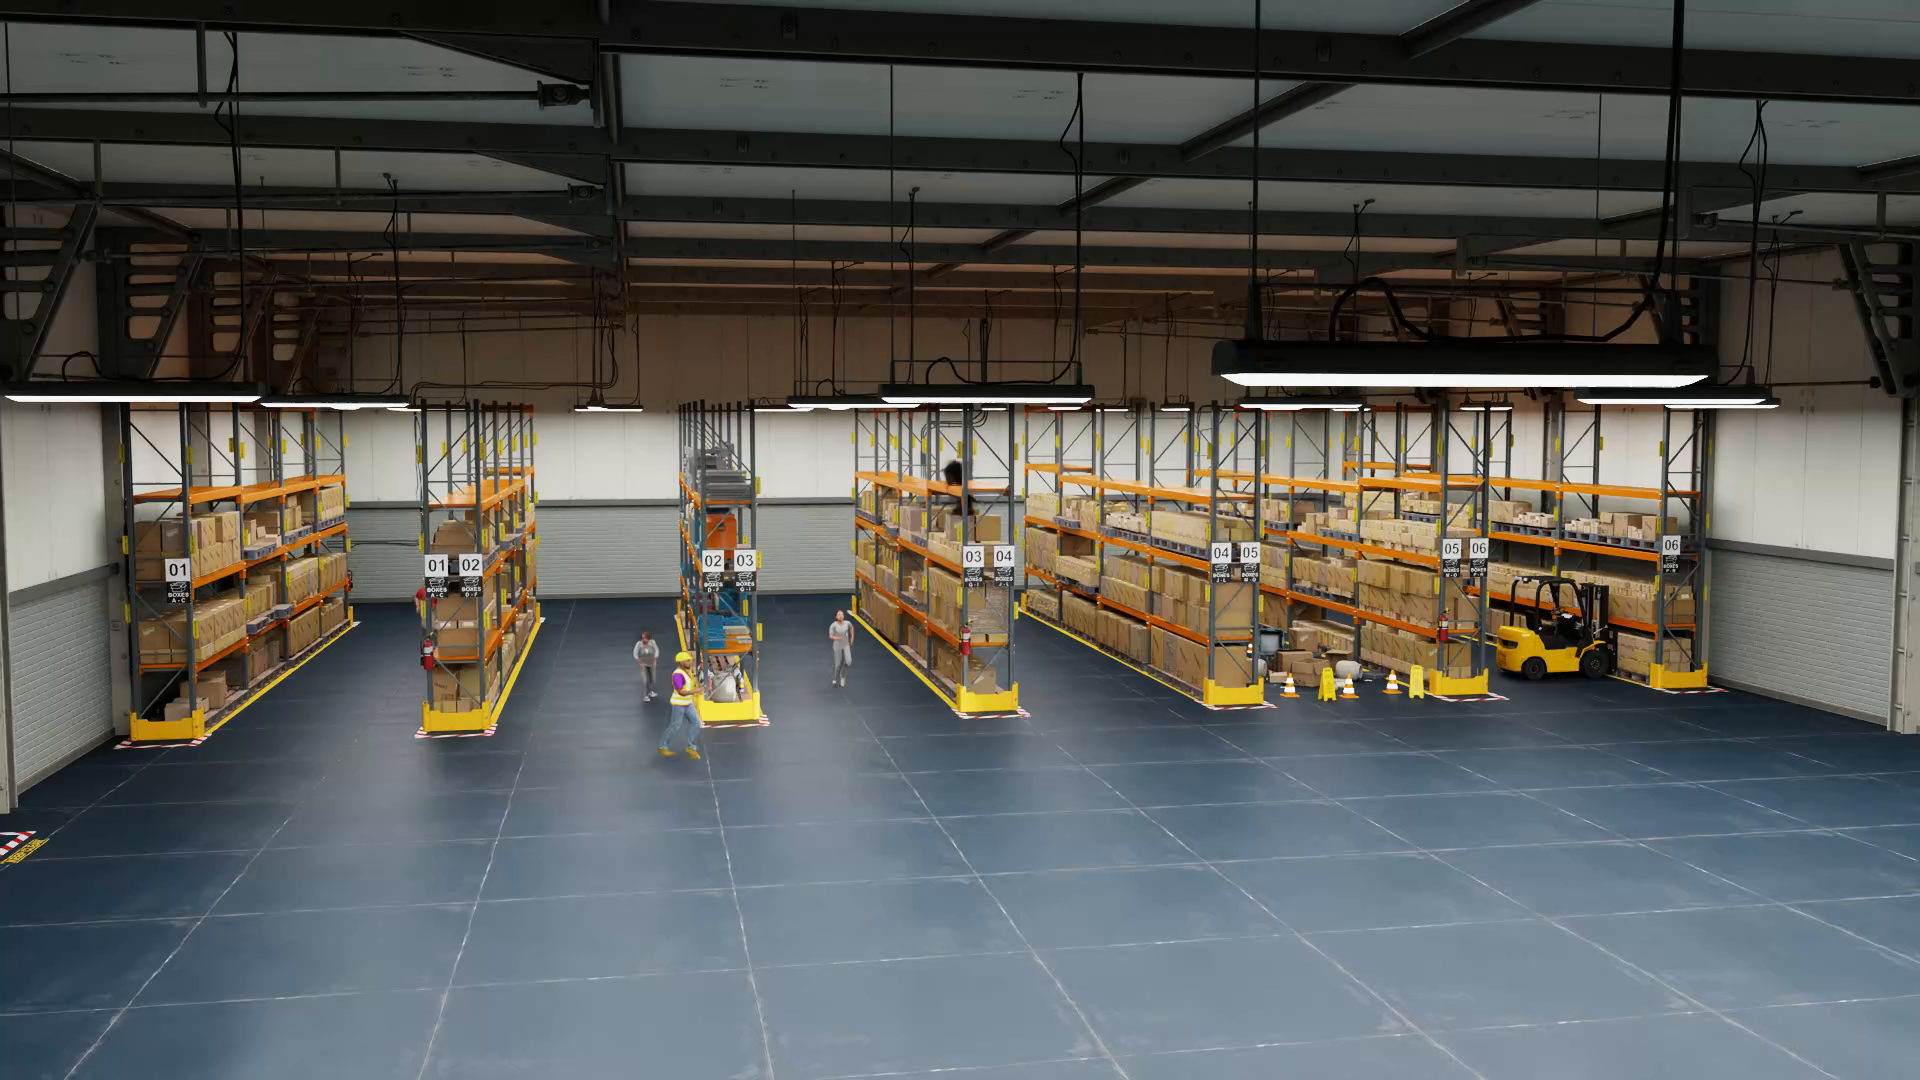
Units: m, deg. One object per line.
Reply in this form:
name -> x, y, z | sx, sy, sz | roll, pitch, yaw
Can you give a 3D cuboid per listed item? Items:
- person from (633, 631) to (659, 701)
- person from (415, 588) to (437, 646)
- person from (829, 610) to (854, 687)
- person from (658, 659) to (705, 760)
person -> -6.256, 2.498, 33.174 | 0.544, 1.447, 0.792 | -2, 5, -25
person -> -13.045, 1.788, 40.834 | 0.658, 1.699, 0.654 | -1, 4, -16
person -> -2.471, 2.262, 34.806 | 0.565, 1.608, 0.816 | -1, 4, -15
person -> -4.603, 2.781, 27.564 | 0.855, 1.787, 0.657 | 1, 4, 15
